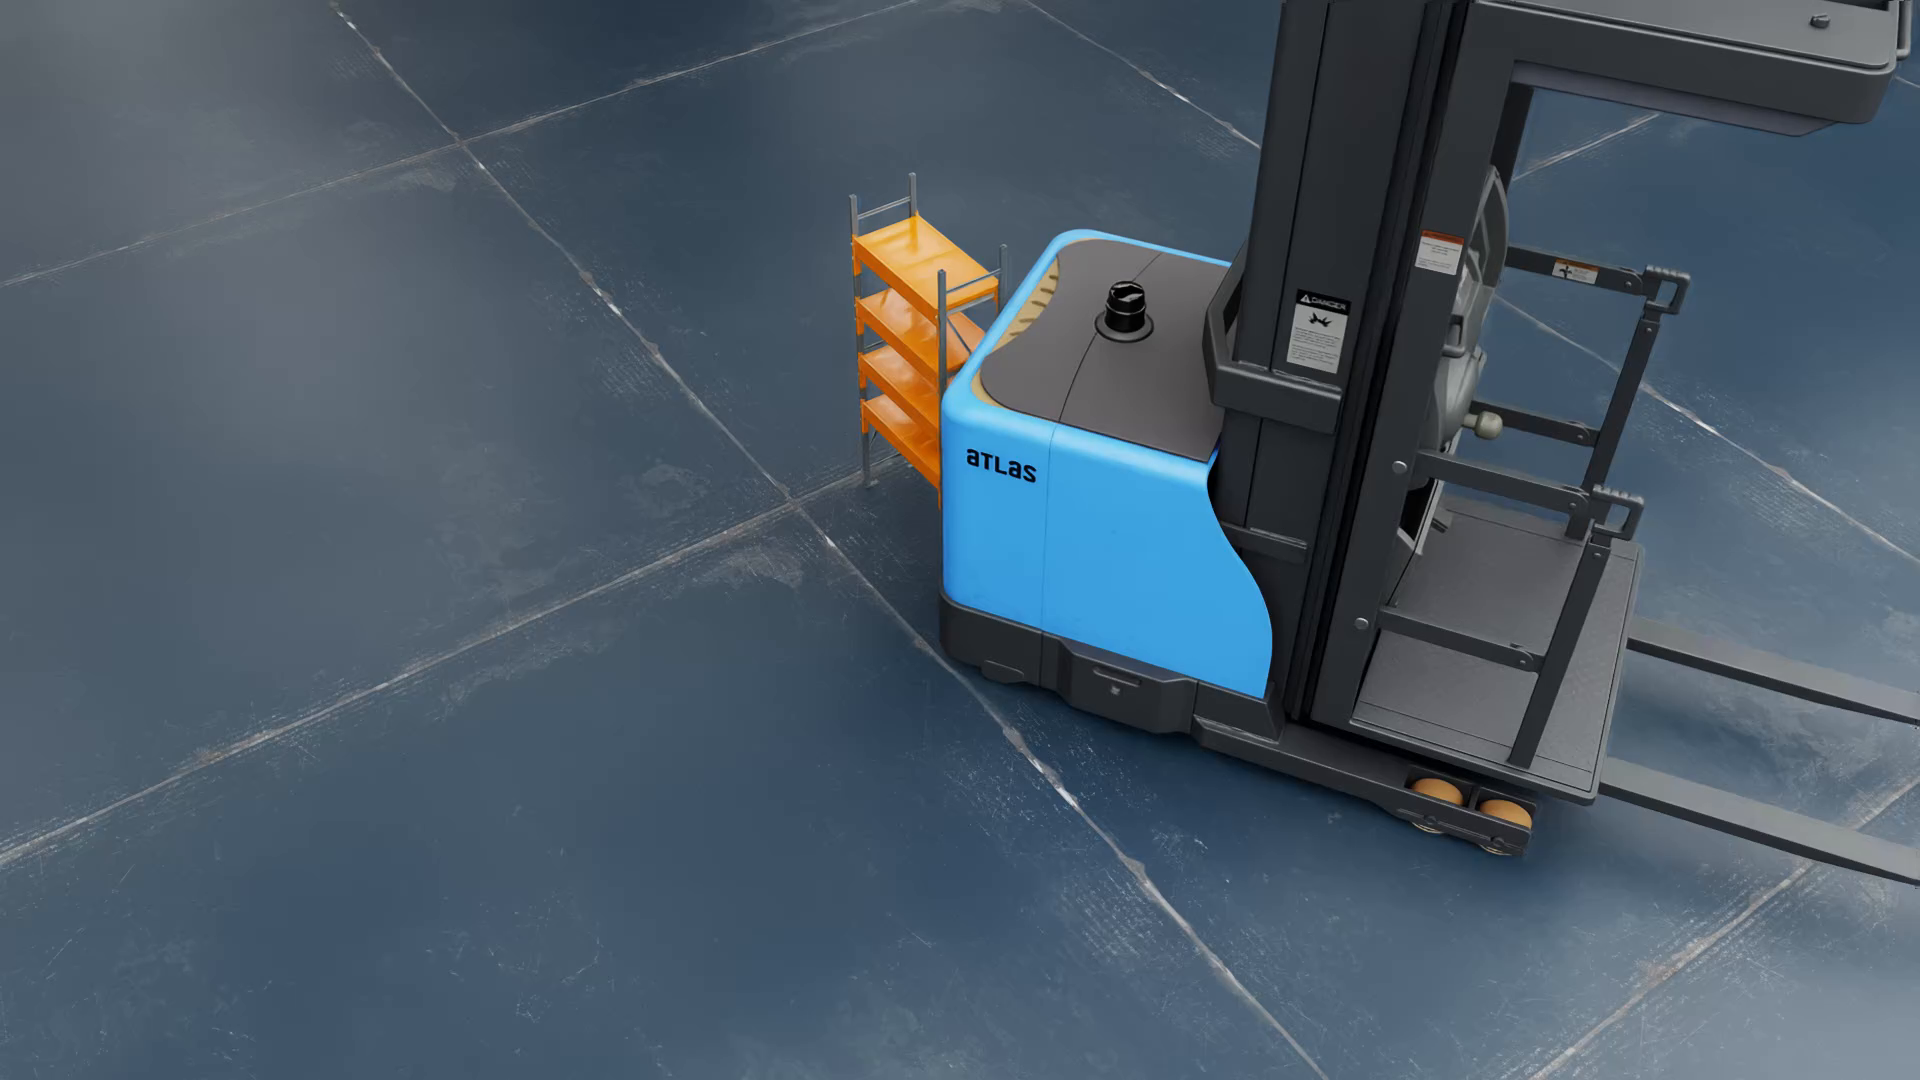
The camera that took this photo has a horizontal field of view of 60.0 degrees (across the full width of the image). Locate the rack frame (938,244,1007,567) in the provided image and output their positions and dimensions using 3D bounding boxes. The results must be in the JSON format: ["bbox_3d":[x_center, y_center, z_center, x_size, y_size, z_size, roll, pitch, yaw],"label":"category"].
[{"bbox_3d":[0.037,-0.392,5.292,0.240,1.200,0.015,-26,49,-24],"label":"rack frame"}]

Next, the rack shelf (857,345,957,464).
[{"bbox_3d":[-0.102,-0.482,5.483,0.258,0.148,0.480,-26,49,-24],"label":"rack shelf"}]

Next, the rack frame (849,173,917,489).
[{"bbox_3d":[-0.241,-0.669,5.582,0.240,1.200,0.015,-26,49,-24],"label":"rack frame"}]

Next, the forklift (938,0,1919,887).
[{"bbox_3d":[1.497,-0.572,4.227,3.031,2.935,1.130,17,46,17],"label":"forklift"}]

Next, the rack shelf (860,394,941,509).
[{"bbox_3d":[-0.102,-0.338,5.620,0.258,0.148,0.480,-26,49,-24],"label":"rack shelf"}]

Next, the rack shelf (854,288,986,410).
[{"bbox_3d":[-0.102,-0.644,5.329,0.258,0.148,0.480,-26,49,-24],"label":"rack shelf"}]

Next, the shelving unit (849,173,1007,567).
[{"bbox_3d":[-0.102,-0.530,5.437,0.258,1.200,0.503,-26,49,-24],"label":"shelving unit"}]

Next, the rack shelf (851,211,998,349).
[{"bbox_3d":[-0.102,-0.815,5.165,0.258,0.148,0.480,-26,49,-24],"label":"rack shelf"}]
